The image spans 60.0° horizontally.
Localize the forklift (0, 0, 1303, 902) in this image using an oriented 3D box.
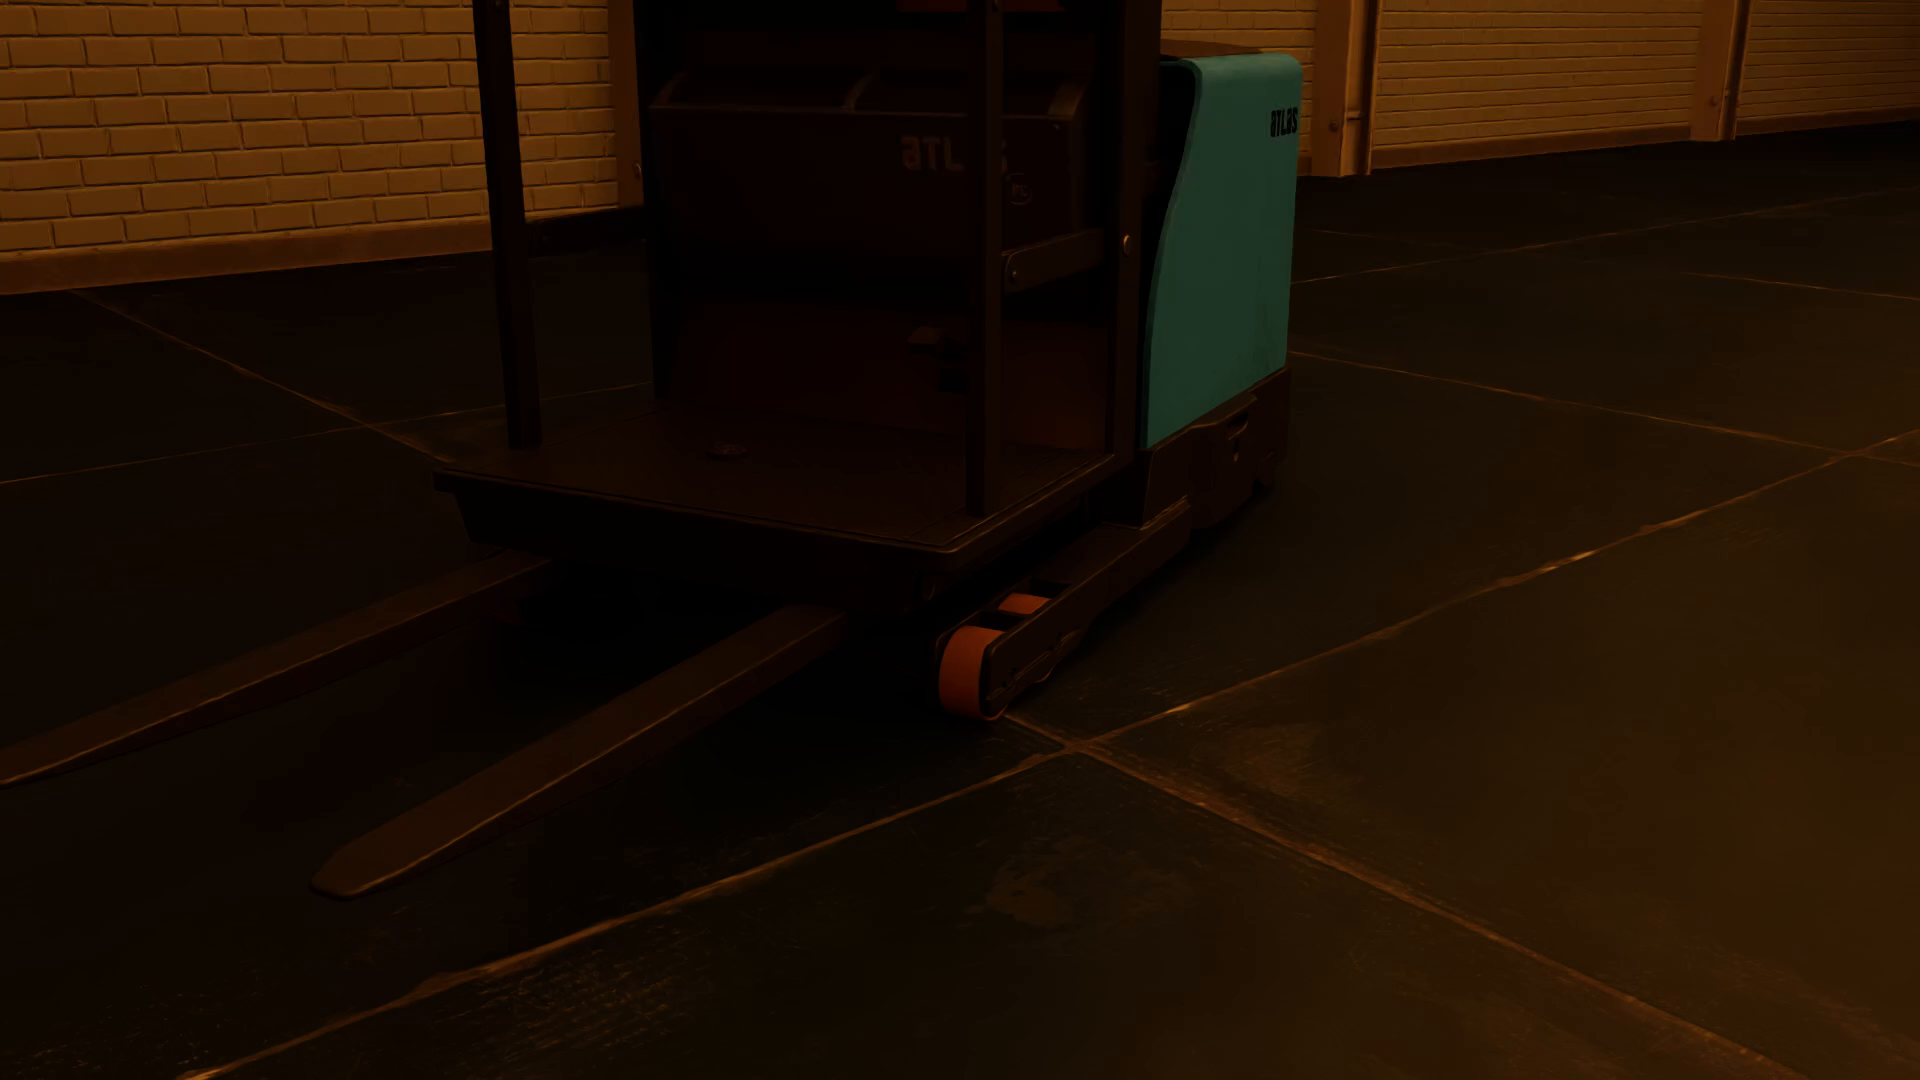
[{"bbox_3d":[-0.280,-1.237,2.895,1.130,2.935,3.031,9,19,26],"label":"forklift"}]
